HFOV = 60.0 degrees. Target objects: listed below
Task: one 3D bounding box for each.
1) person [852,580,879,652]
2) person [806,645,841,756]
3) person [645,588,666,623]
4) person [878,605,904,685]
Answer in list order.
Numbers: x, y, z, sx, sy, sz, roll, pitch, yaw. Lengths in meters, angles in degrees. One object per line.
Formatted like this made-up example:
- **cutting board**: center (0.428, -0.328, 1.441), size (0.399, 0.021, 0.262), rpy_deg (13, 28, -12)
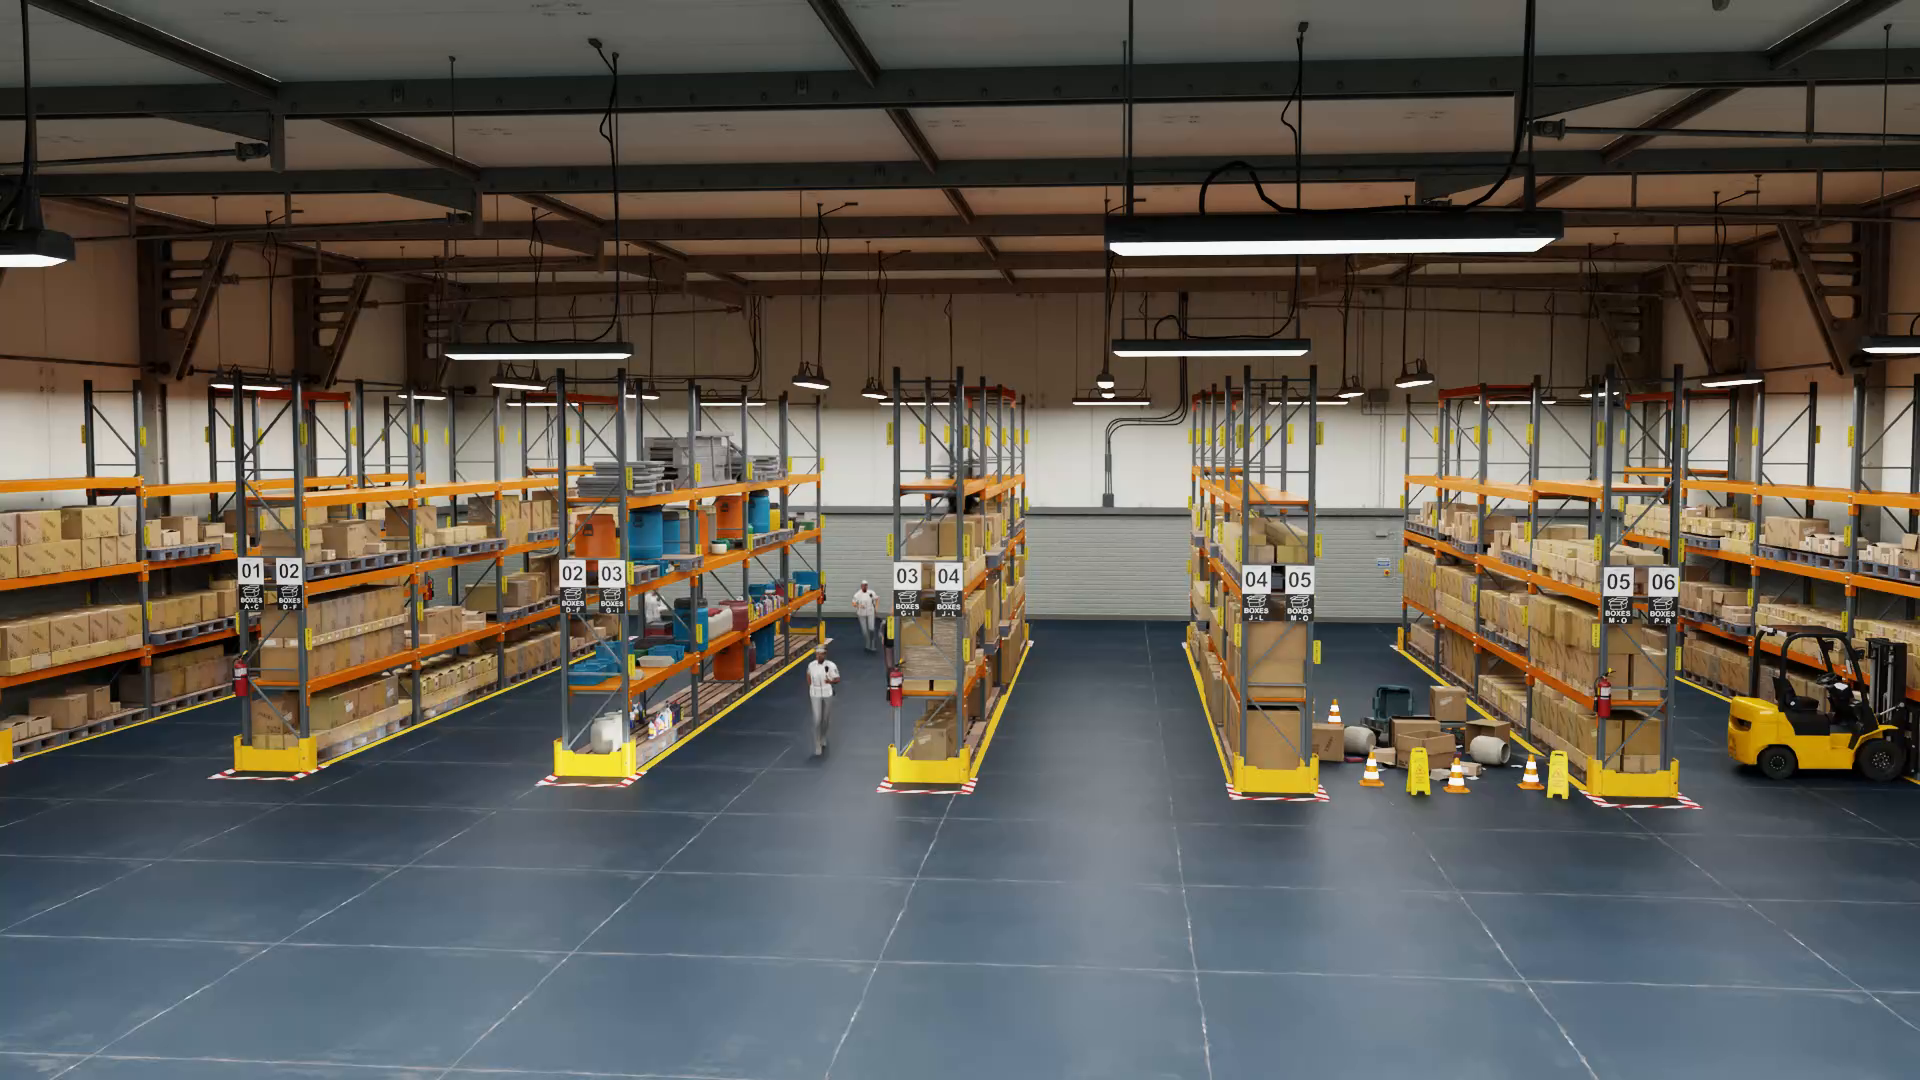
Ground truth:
- **person**: center (-2.199, 1.782, 38.774), size (0.624, 1.696, 0.627), rpy_deg (0, 4, -2)
- **person**: center (-2.172, 2.527, 26.464), size (0.553, 1.742, 0.799), rpy_deg (0, 4, -4)
- **person**: center (-6.962, 1.817, 37.811), size (0.573, 1.733, 0.812), rpy_deg (-1, 4, -9)
- **person**: center (-1.305, 2.160, 32.837), size (0.656, 1.601, 0.606), rpy_deg (0, 4, 5)
